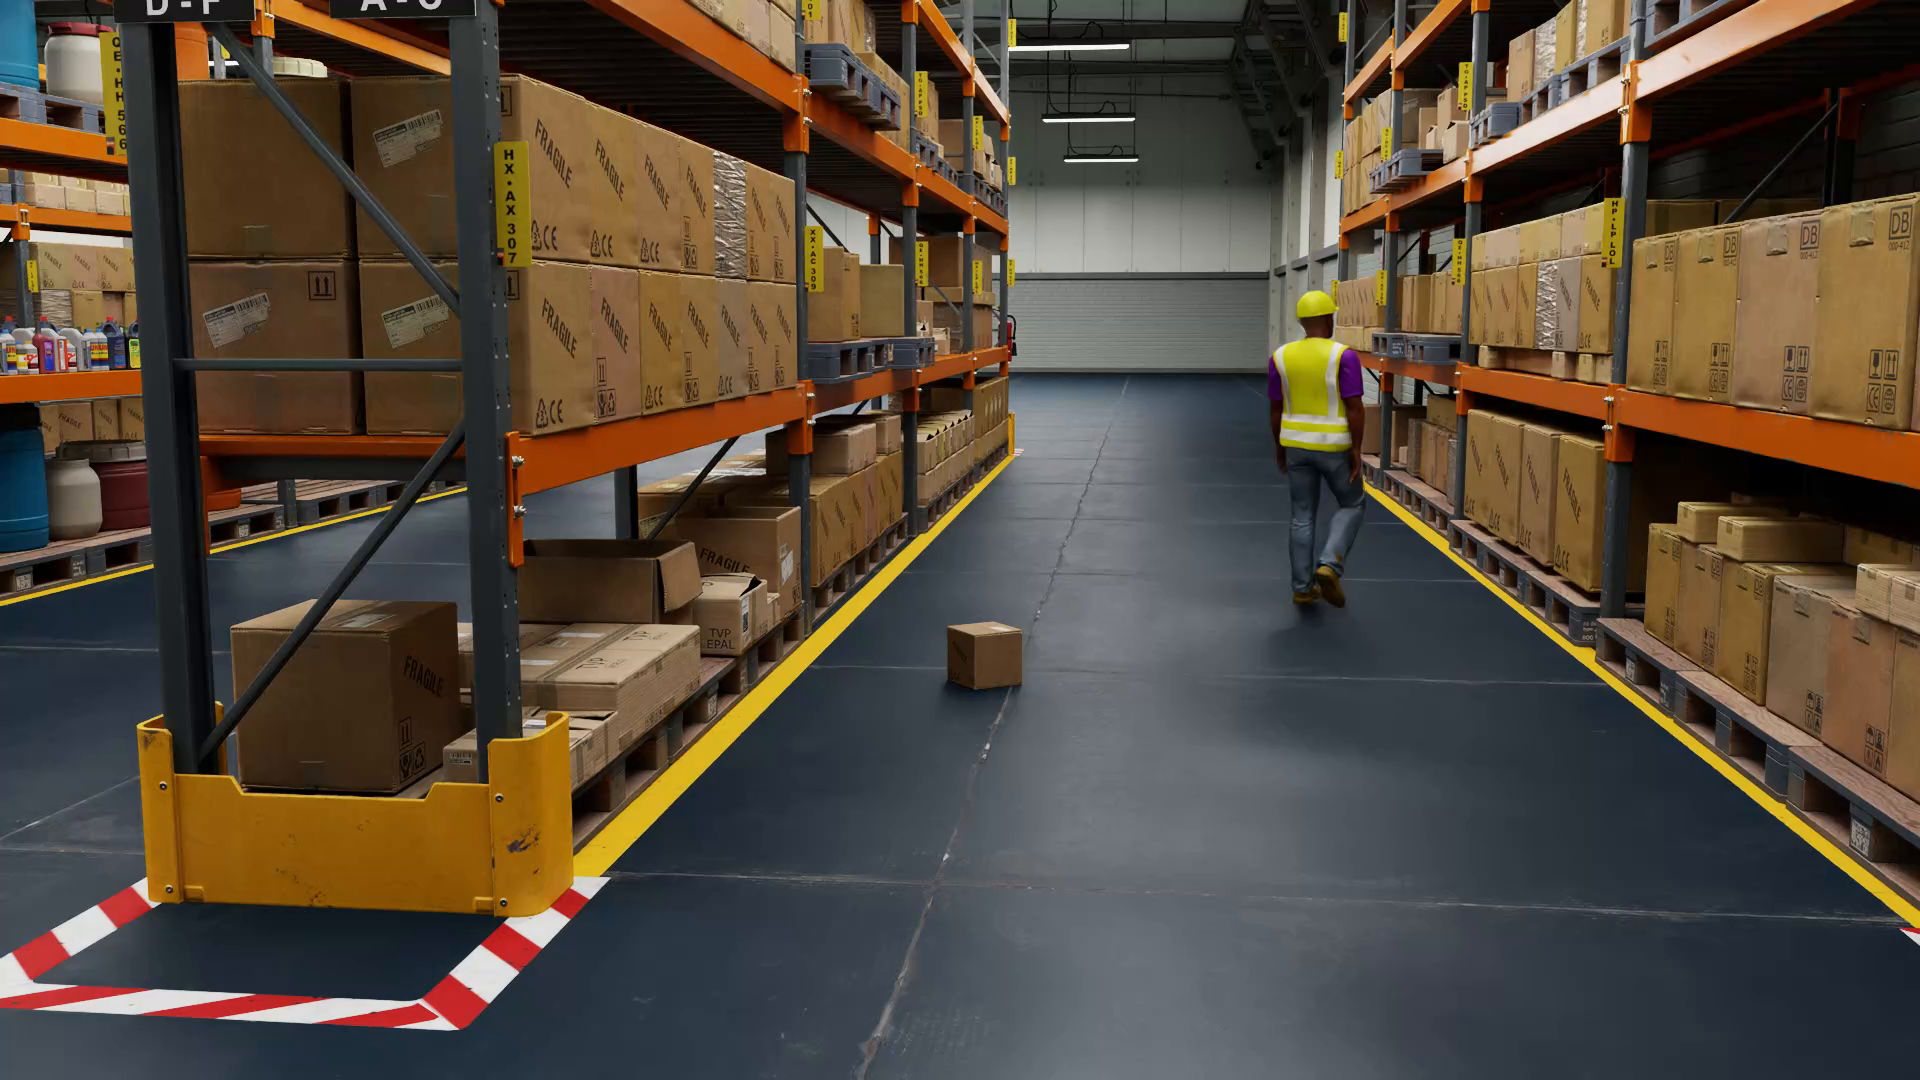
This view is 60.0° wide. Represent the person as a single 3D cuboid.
[{"bbox_3d":[2.038,-0.511,9.414,0.585,1.783,0.461,5,9,32],"label":"person"}]
